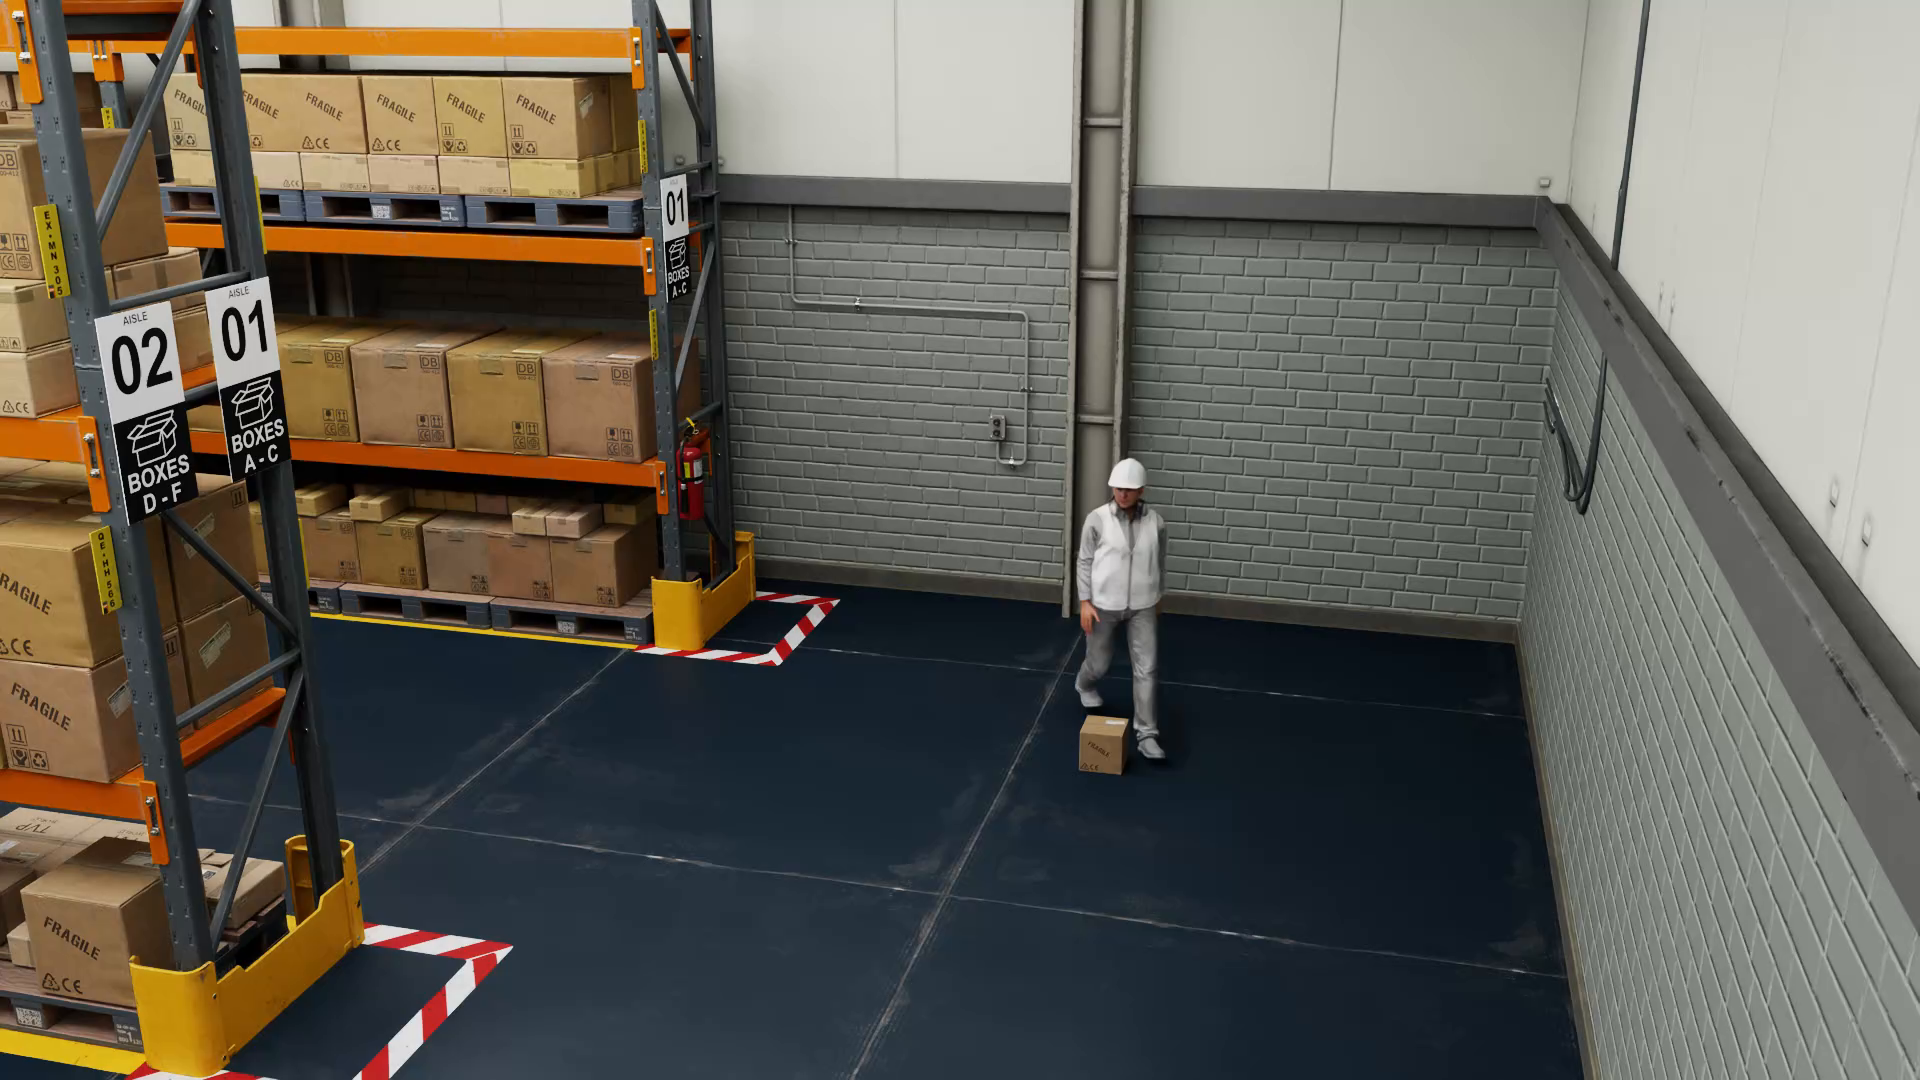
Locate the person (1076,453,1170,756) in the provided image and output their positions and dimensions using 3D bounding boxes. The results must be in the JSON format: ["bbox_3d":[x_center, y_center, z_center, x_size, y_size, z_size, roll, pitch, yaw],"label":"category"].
[{"bbox_3d":[0.976,0.353,9.969,0.564,1.757,0.799,1,18,2],"label":"person"}]
